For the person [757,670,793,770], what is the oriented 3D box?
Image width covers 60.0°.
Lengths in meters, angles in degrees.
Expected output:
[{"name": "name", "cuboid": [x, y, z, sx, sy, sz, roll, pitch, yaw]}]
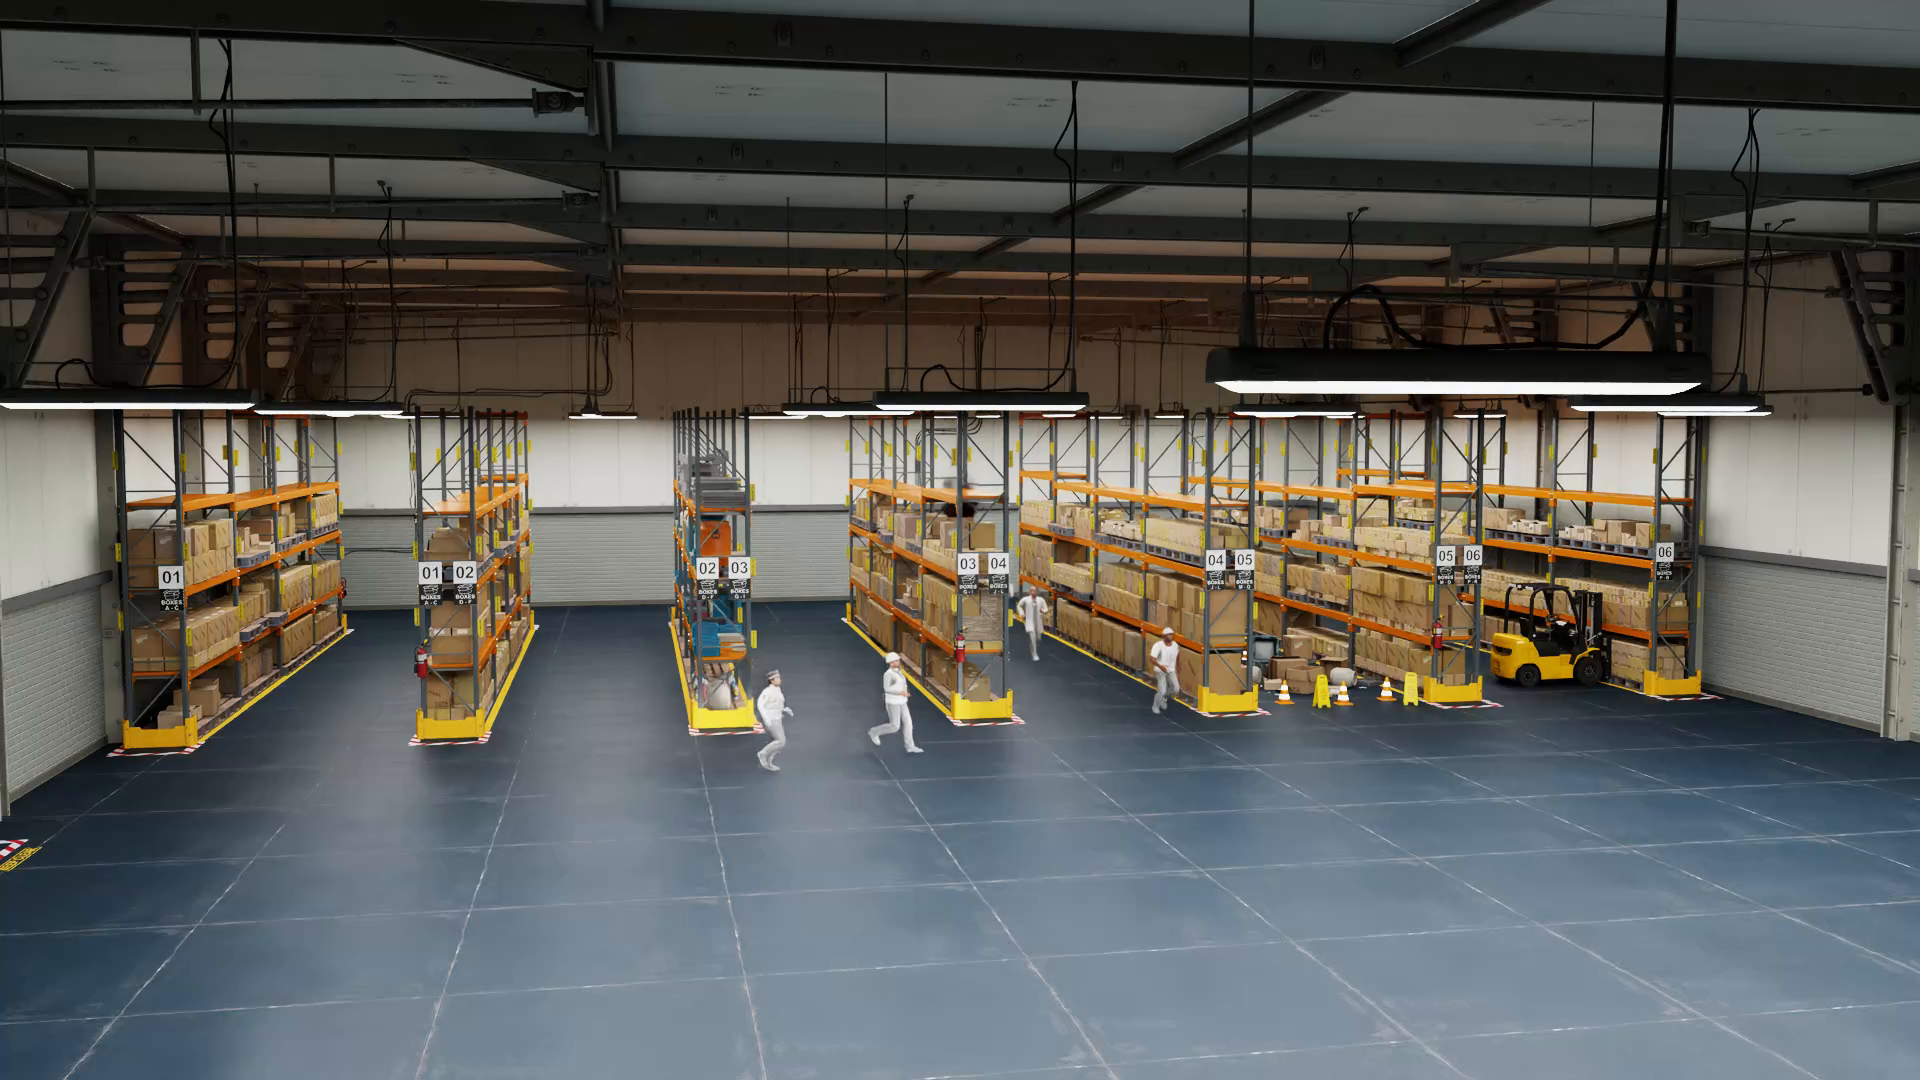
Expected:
[{"name": "person", "cuboid": [-3.034, 2.952, 27.322, 0.538, 1.663, 0.630, 1, 4, 13]}]

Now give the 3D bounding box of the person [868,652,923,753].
[{"name": "person", "cuboid": [-1.099, 2.803, 28.740, 0.971, 1.741, 0.676, 1, 4, 20]}]

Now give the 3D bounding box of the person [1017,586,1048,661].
[{"name": "person", "cuboid": [1.760, 1.986, 39.982, 0.715, 1.755, 1.027, -1, 4, -14]}]

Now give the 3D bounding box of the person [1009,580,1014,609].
[{"name": "person", "cuboid": [1.176, 1.658, 45.364, 0.620, 1.739, 0.872, 0, 4, -7]}]

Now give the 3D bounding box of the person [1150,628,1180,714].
[{"name": "person", "cuboid": [4.060, 2.552, 32.495, 0.753, 1.687, 0.561, -2, 5, -26]}]
